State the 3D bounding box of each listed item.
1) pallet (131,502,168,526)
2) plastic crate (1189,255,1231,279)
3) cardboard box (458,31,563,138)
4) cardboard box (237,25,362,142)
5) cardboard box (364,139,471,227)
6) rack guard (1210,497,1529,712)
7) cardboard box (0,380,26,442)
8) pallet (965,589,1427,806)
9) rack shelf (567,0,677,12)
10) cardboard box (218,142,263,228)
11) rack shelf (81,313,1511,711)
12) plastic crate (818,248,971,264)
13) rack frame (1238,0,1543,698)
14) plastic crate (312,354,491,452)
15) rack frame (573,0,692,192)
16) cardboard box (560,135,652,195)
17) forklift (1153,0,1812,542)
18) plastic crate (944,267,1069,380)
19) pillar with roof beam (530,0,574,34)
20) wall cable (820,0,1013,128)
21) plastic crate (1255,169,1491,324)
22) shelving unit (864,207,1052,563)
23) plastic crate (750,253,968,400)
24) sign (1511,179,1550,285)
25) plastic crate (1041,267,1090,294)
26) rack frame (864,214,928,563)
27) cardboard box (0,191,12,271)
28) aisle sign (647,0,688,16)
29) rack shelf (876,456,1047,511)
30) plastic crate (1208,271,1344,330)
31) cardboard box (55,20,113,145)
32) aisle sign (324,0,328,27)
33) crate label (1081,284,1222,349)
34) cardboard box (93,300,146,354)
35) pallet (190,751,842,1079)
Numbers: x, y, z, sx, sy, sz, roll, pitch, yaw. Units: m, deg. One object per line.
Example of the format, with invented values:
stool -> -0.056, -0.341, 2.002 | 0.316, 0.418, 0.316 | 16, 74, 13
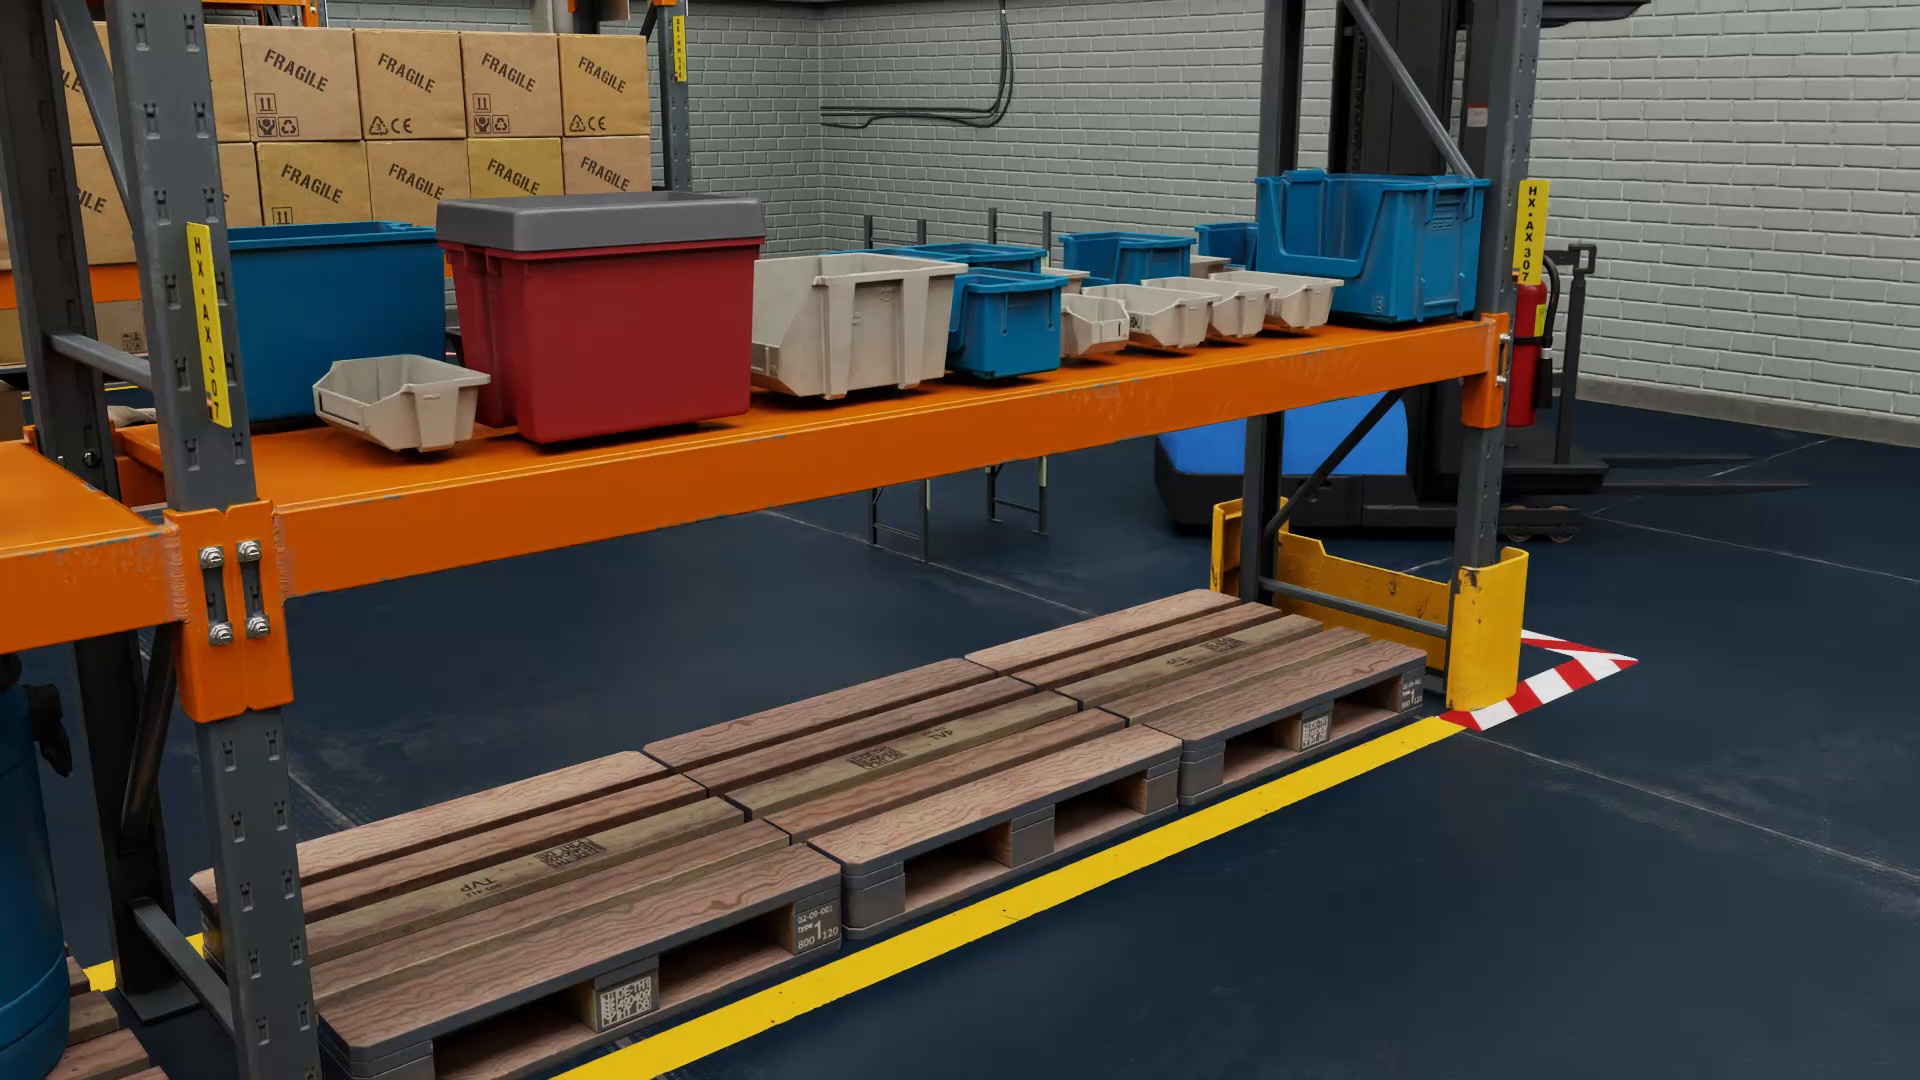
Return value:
pallet -> -4.313, -0.057, 7.554 | 1.213, 0.211, 1.003 | -13, 19, -39
plastic crate -> 0.736, -0.886, 5.650 | 0.298, 0.136, 0.250 | -13, 19, -39
cardboard box -> -2.350, -2.282, 8.350 | 0.500, 0.500, 0.500 | -12, 19, -38
cardboard box -> -3.126, -2.106, 7.692 | 0.500, 0.500, 0.500 | -12, 19, -38
cardboard box -> -2.742, -1.713, 8.156 | 0.500, 0.500, 0.500 | -12, 19, -39
rack guard -> 1.444, 0.201, 6.031 | 0.348, 0.500, 1.175 | -13, 19, -39
cardboard box -> -4.588, -0.445, 7.593 | 0.500, 0.500, 0.500 | -13, 19, -39
pallet -> 0.787, 0.479, 5.548 | 1.213, 0.211, 1.003 | -13, 19, -39
rack shelf -> -3.323, -2.728, 7.733 | 4.000, 0.370, 1.077 | -13, 19, -39
cardboard box -> -3.505, -1.541, 7.513 | 0.500, 0.500, 0.500 | -13, 20, -40
rack shelf -> -0.074, -0.314, 4.508 | 4.000, 0.370, 1.077 | -13, 19, -39
plastic crate -> -0.188, -0.697, 4.755 | 0.300, 0.233, 0.416 | -13, 19, -39
rack frame -> 1.434, -1.001, 5.683 | 0.127, 3.000, 1.000 | -13, 19, -39
plastic crate -> -1.138, -0.276, 3.364 | 0.243, 0.136, 0.396 | -13, 19, -39
rack frame -> -1.814, -1.965, 9.296 | 0.127, 3.000, 1.000 | -13, 19, -39
cardboard box -> -1.973, -1.885, 8.800 | 0.500, 0.500, 0.500 | -12, 19, -38
forklift -> 2.515, -1.548, 7.865 | 3.031, 2.935, 1.130 | 0, 15, 1
plastic crate -> 0.054, -0.551, 4.208 | 0.300, 0.233, 0.416 | -13, 19, -39
pillar with roof beam -> -0.774, -5.615, 11.335 | 0.400, 9.000, 9.100 | -13, 19, -39
wall cable -> -0.568, -5.216, 15.857 | 0.112, 2.526, 3.097 | -13, 19, -39
plastic crate -> 1.304, -0.954, 5.322 | 0.499, 0.435, 0.616 | -13, 19, -39
shelving unit -> -0.005, -0.723, 7.552 | 0.755, 1.500, 0.431 | -13, 19, -39
plastic crate -> -0.310, -0.517, 3.988 | 0.530, 0.282, 0.437 | -13, 19, -39
sign -> 1.808, -0.975, 5.272 | 0.005, 0.325, 0.100 | -13, 19, -39
plastic crate -> 0.224, -0.771, 5.220 | 0.298, 0.136, 0.250 | -13, 19, -39
rack frame -> -0.281, -0.661, 7.320 | 0.023, 1.500, 0.400 | -13, 19, -39
cardboard box -> -4.268, -1.369, 6.871 | 0.500, 0.500, 0.500 | -12, 19, -38
aisle sign -> -1.562, -3.173, 8.780 | 0.004, 0.787, 0.394 | -13, 19, -39
rack shelf -> -0.005, -0.408, 7.636 | 0.720, 0.370, 0.431 | -13, 19, -39
plastic crate -> 0.938, -0.729, 5.060 | 0.243, 0.136, 0.396 | -13, 19, -39
cardboard box -> -3.903, -1.932, 7.038 | 0.500, 0.500, 0.500 | -13, 20, -41
aisle sign -> -4.818, -4.139, 12.395 | 0.004, 0.787, 0.394 | -13, 19, -39
crate label -> 0.516, -0.631, 4.693 | 0.243, 0.136, 0.396 | -13, 19, -39
cardboard box -> -6.288, -1.616, 12.018 | 0.500, 0.500, 0.700 | -13, 20, -41
pallet -> -1.054, 0.892, 4.001 | 1.213, 0.211, 1.003 | -13, 19, -39
